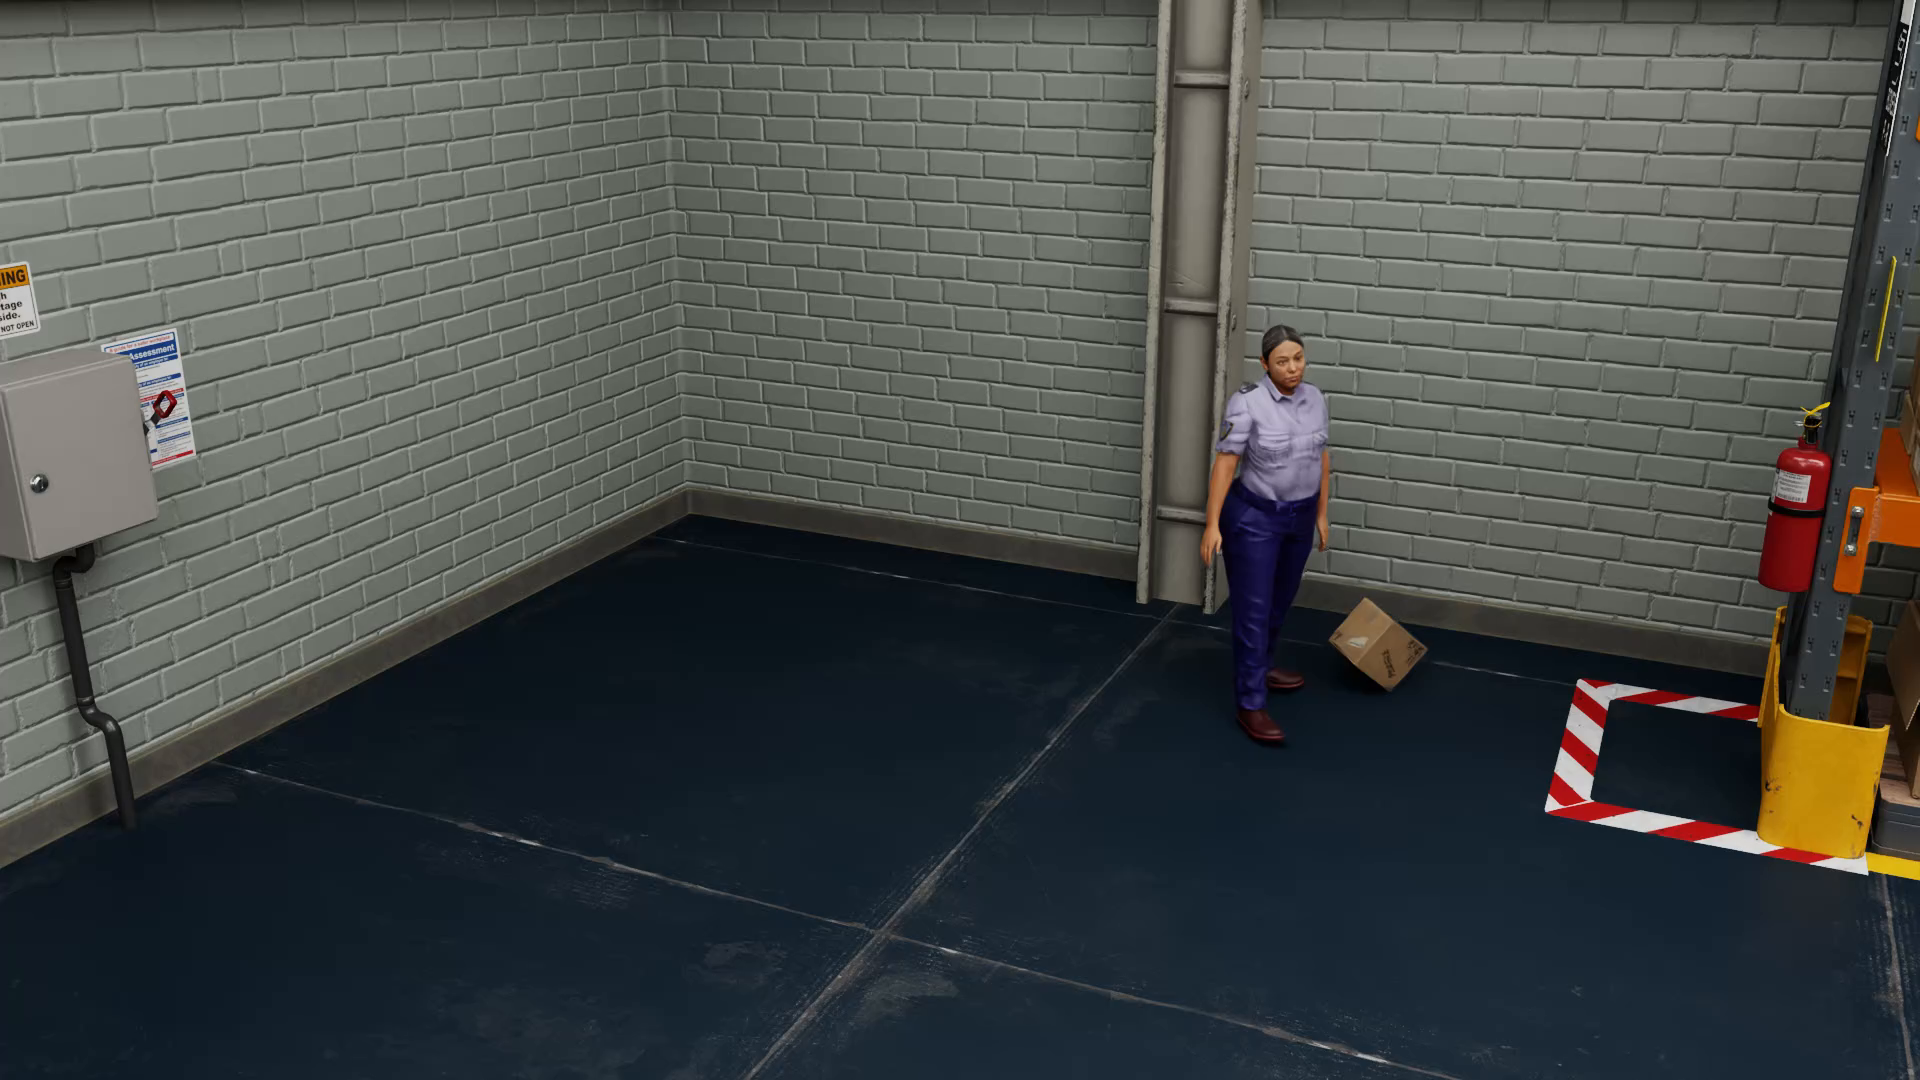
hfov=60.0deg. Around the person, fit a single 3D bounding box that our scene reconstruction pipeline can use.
[{"bbox_3d":[1.255,-0.056,6.716,0.670,1.635,0.614,-11,22,-29],"label":"person"}]
